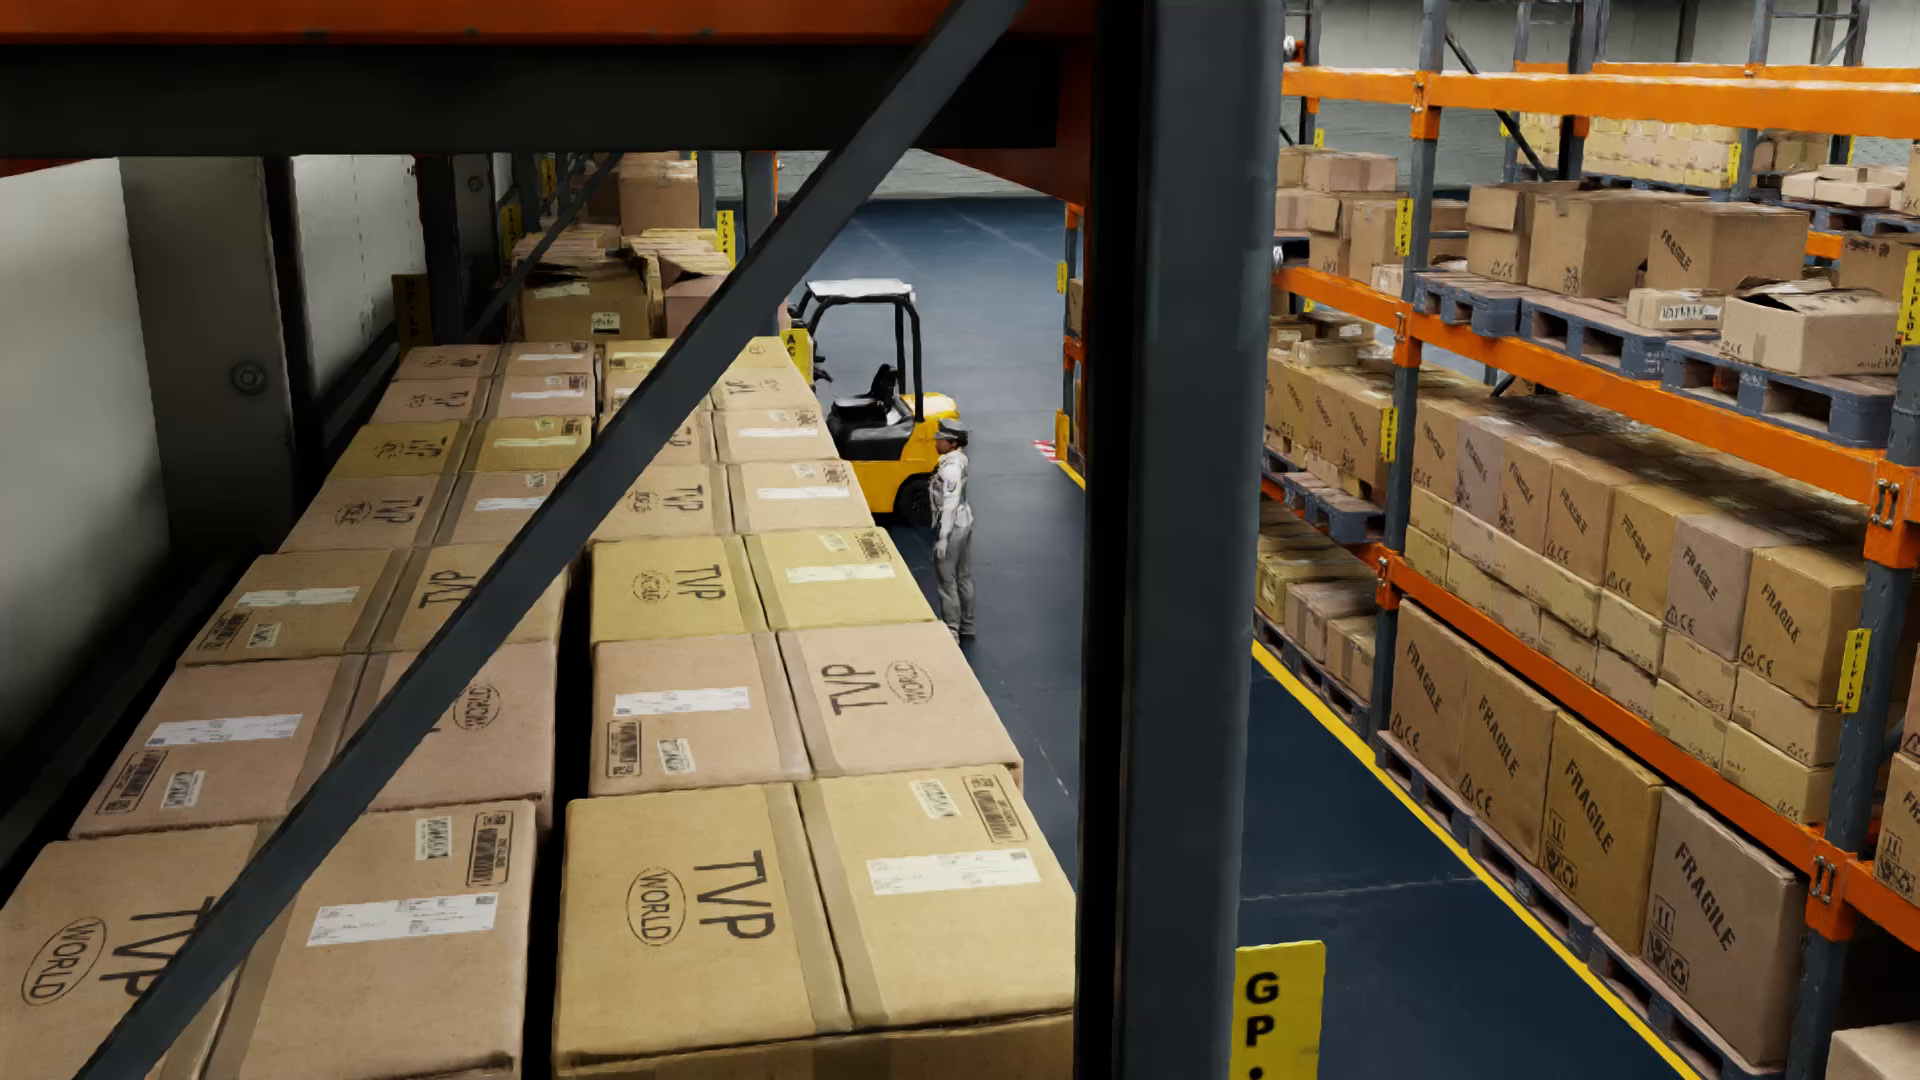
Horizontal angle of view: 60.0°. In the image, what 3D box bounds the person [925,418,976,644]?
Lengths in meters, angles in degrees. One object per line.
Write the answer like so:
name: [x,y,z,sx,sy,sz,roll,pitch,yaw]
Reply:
person: [-0.074,-0.064,12.153,0.355,1.691,0.561,3,17,11]
